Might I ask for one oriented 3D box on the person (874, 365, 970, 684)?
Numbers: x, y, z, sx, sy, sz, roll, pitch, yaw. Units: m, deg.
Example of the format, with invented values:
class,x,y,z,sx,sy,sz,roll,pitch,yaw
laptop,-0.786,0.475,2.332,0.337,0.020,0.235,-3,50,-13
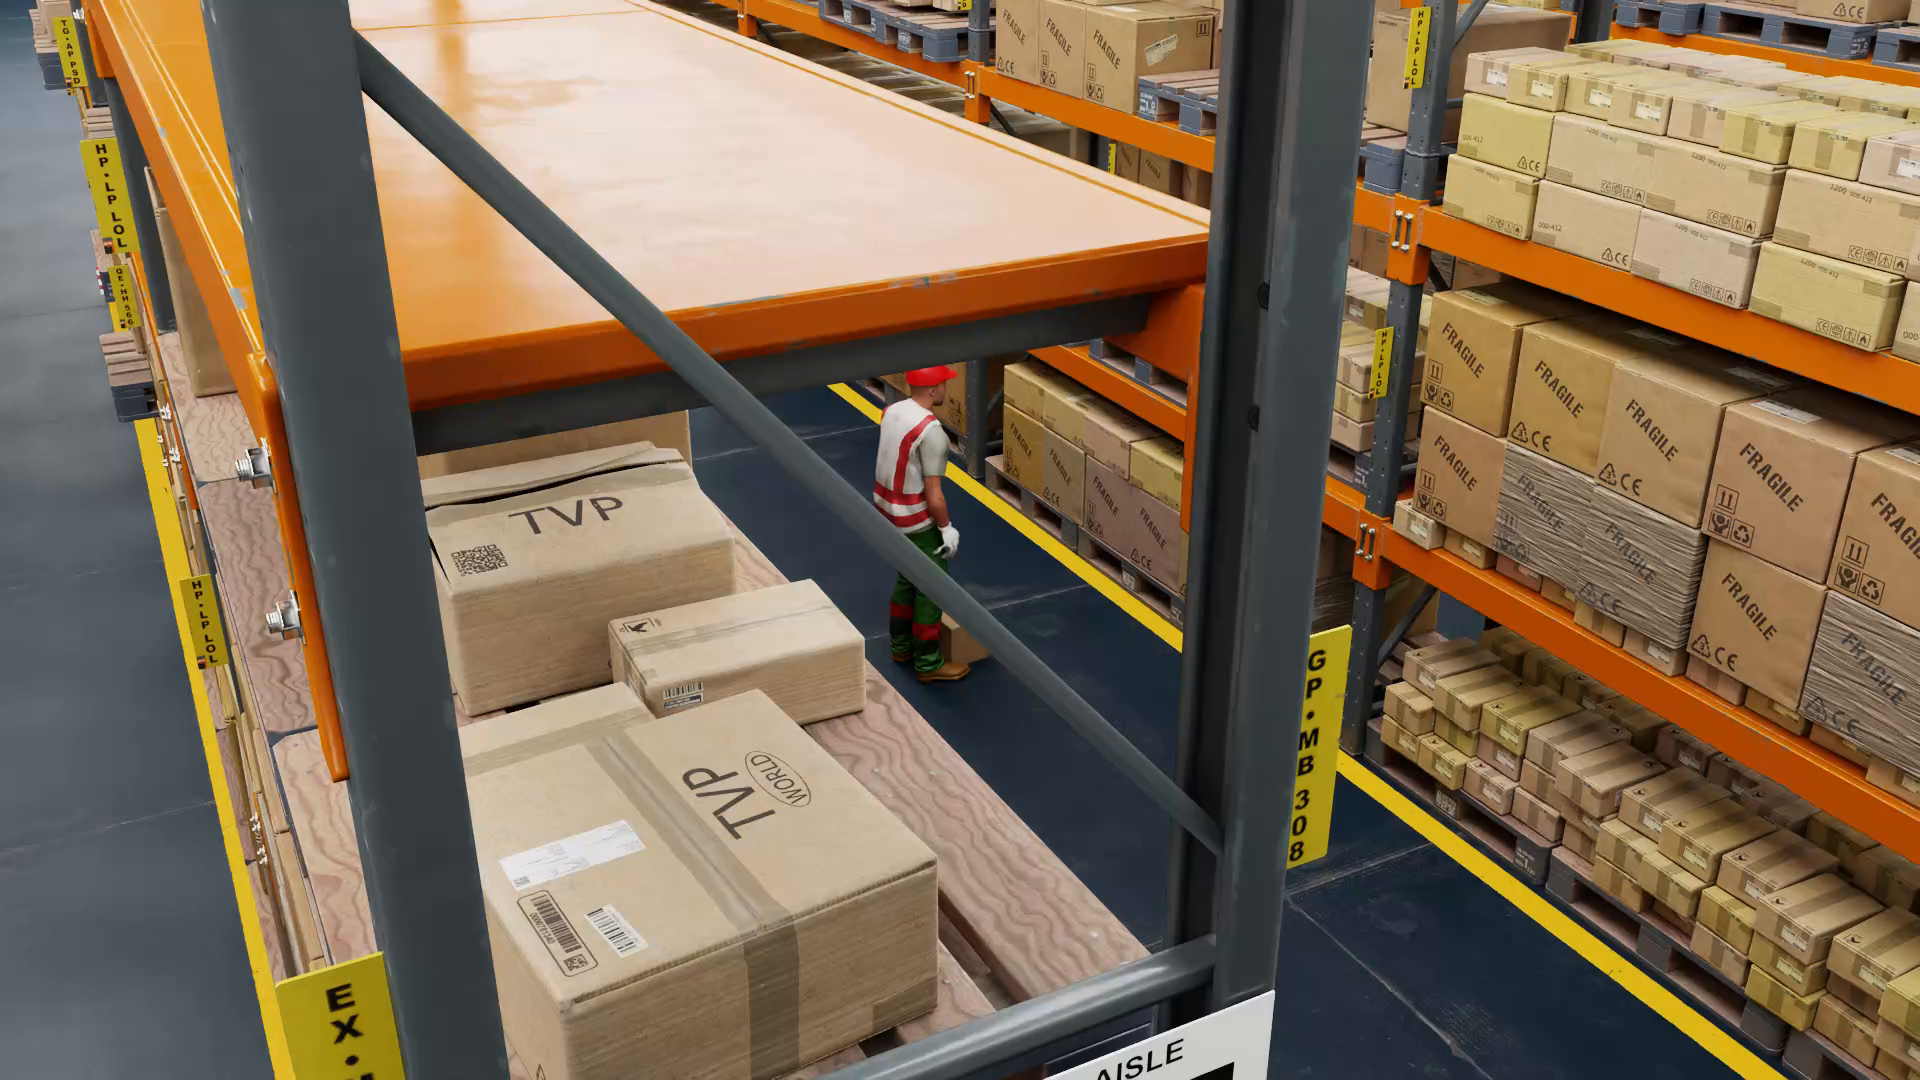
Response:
class,x,y,z,sx,sy,sz,roll,pitch,yaw
person,-0.208,-0.122,8.852,0.454,1.776,0.621,-14,28,-26
